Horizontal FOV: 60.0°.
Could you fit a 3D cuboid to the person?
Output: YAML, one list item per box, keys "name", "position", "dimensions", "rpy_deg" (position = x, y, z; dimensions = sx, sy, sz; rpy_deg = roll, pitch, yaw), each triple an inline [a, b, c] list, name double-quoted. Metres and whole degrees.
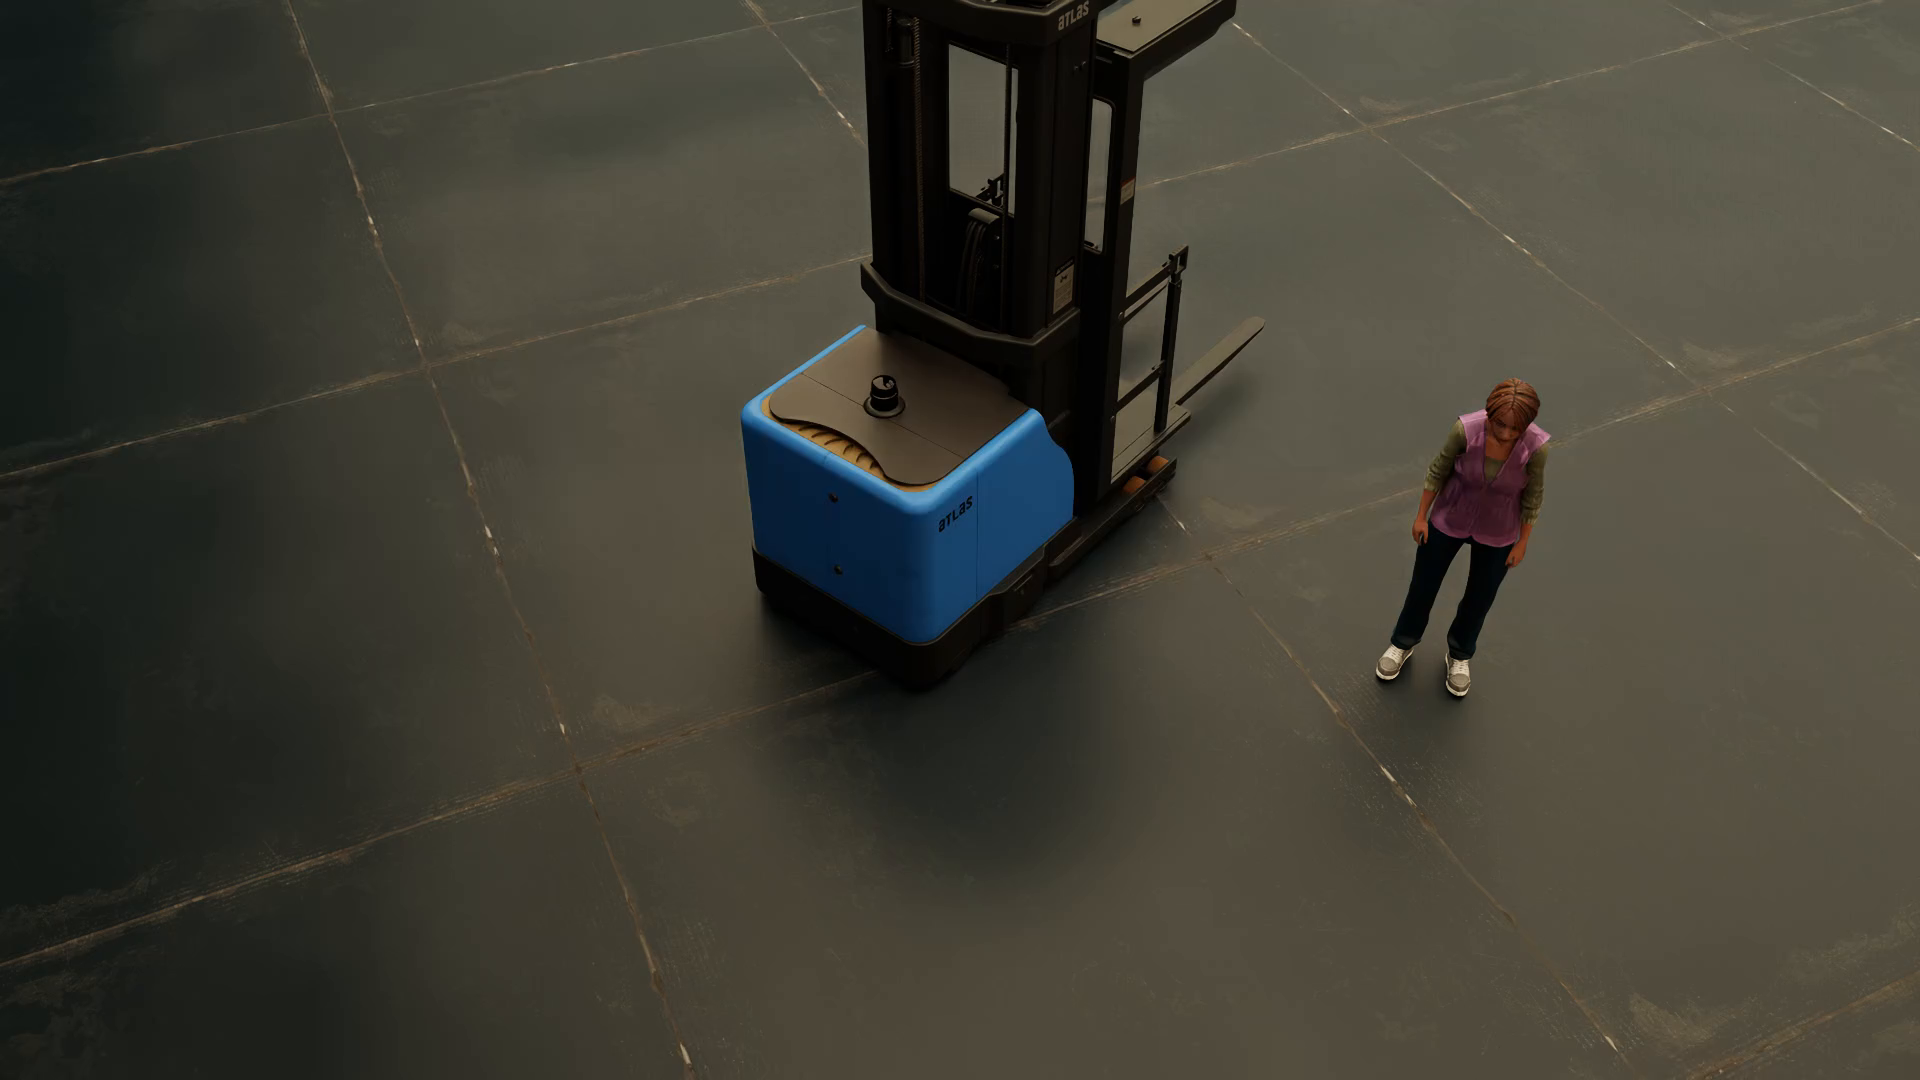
- name: "person"
  position: [2.060, -0.032, 6.697]
  dimensions: [0.461, 1.591, 0.347]
  rpy_deg: [14, 45, 15]

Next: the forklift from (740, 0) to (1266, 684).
- name: "forklift"
  position: [0.395, -1.404, 7.184]
  dimensions: [1.130, 2.935, 3.031]
  rpy_deg: [29, 50, 27]
